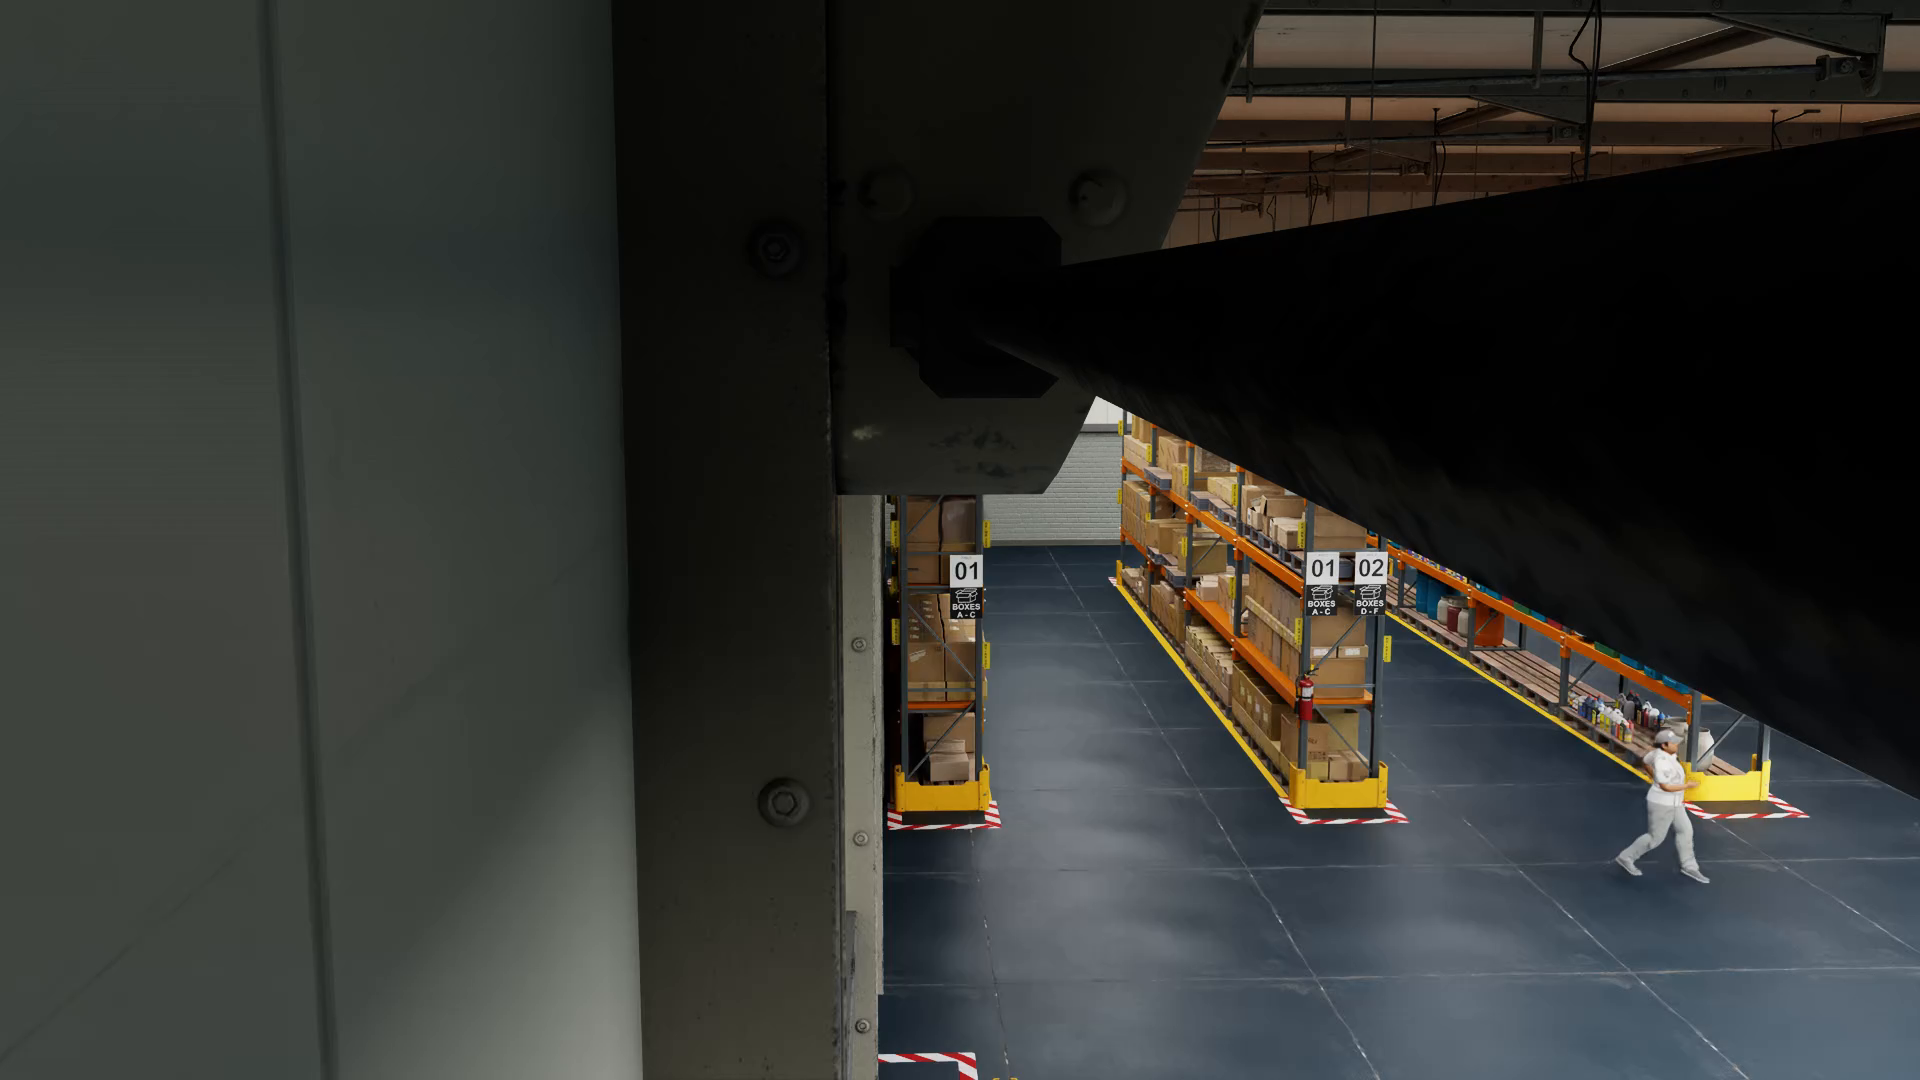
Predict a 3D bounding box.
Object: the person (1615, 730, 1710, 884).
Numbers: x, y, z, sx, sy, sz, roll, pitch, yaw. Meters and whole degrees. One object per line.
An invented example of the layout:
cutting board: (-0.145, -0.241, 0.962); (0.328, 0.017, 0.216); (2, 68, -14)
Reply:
person: (7.648, 2.870, 17.999); (0.940, 1.670, 0.609); (5, 10, 28)
